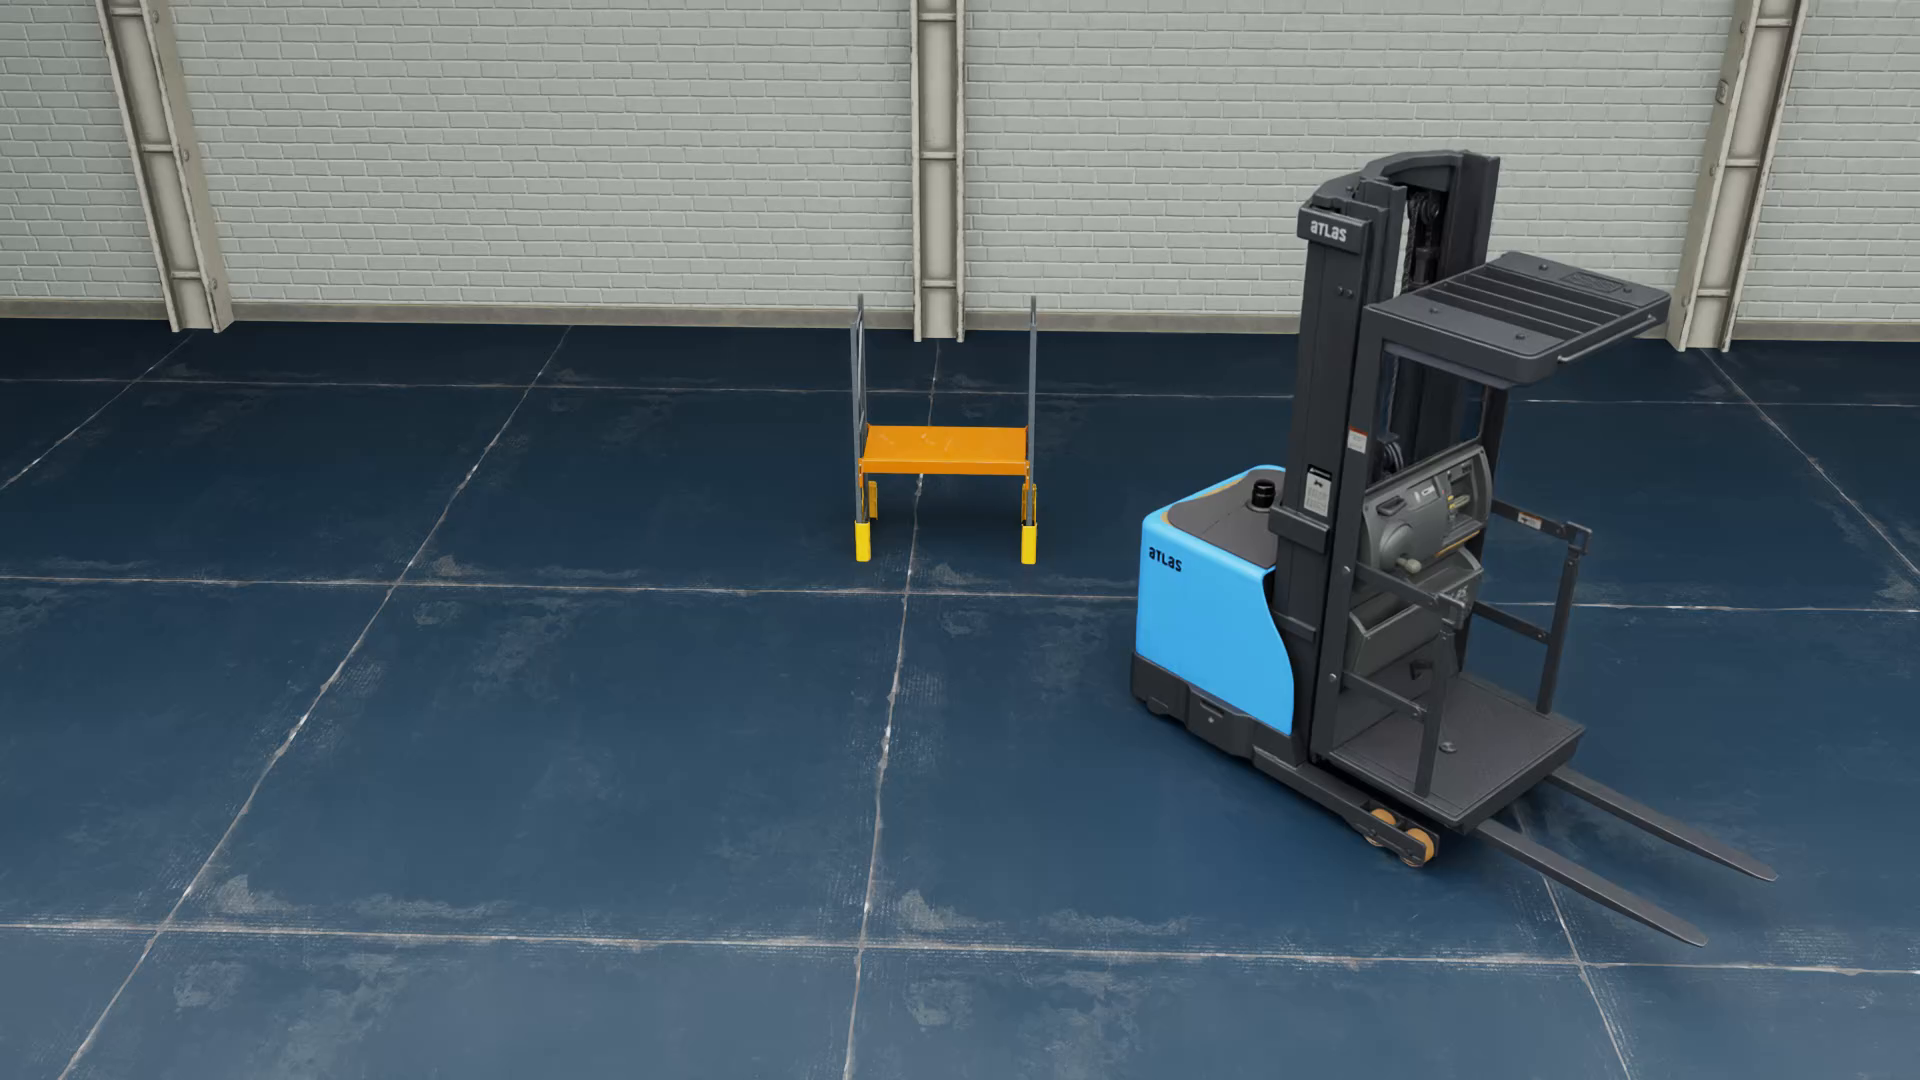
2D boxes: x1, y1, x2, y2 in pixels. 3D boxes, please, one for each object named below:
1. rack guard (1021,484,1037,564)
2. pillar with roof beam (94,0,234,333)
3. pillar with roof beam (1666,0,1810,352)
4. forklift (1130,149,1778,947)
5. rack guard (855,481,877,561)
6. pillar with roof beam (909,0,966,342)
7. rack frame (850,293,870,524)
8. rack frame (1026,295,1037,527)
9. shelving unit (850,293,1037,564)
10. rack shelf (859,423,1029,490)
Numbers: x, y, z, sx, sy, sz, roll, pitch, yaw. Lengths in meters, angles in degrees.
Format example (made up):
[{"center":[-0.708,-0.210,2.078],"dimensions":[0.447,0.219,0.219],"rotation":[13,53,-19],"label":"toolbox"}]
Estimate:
[{"center":[0.422,-0.103,10.178],"dimensions":[0.087,0.250,0.587],"rotation":[1,28,2],"label":"rack guard"},{"center":[-6.311,-3.709,7.638],"dimensions":[0.400,9.000,9.100],"rotation":[1,28,2],"label":"pillar with roof beam"},{"center":[5.682,-3.510,7.264],"dimensions":[0.400,9.000,9.100],"rotation":[1,28,2],"label":"pillar with roof beam"},{"center":[2.234,-0.096,7.303],"dimensions":[1.130,2.935,3.031],"rotation":[-23,35,-36],"label":"forklift"},{"center":[-0.574,-0.120,10.209],"dimensions":[0.087,0.250,0.587],"rotation":[1,28,2],"label":"rack guard"},{"center":[-0.315,-3.610,7.451],"dimensions":[0.400,9.000,9.100],"rotation":[1,28,2],"label":"pillar with roof beam"},{"center":[-0.593,-0.672,9.917],"dimensions":[0.032,1.500,0.500],"rotation":[1,28,2],"label":"rack frame"},{"center":[0.423,-0.656,9.886],"dimensions":[0.032,1.500,0.500],"rotation":[1,28,2],"label":"rack frame"},{"center":[-0.076,-0.664,9.901],"dimensions":[1.083,1.500,0.587],"rotation":[1,28,2],"label":"shelving unit"},{"center":[-0.085,-0.505,9.986],"dimensions":[1.000,0.185,0.538],"rotation":[1,28,2],"label":"rack shelf"}]
